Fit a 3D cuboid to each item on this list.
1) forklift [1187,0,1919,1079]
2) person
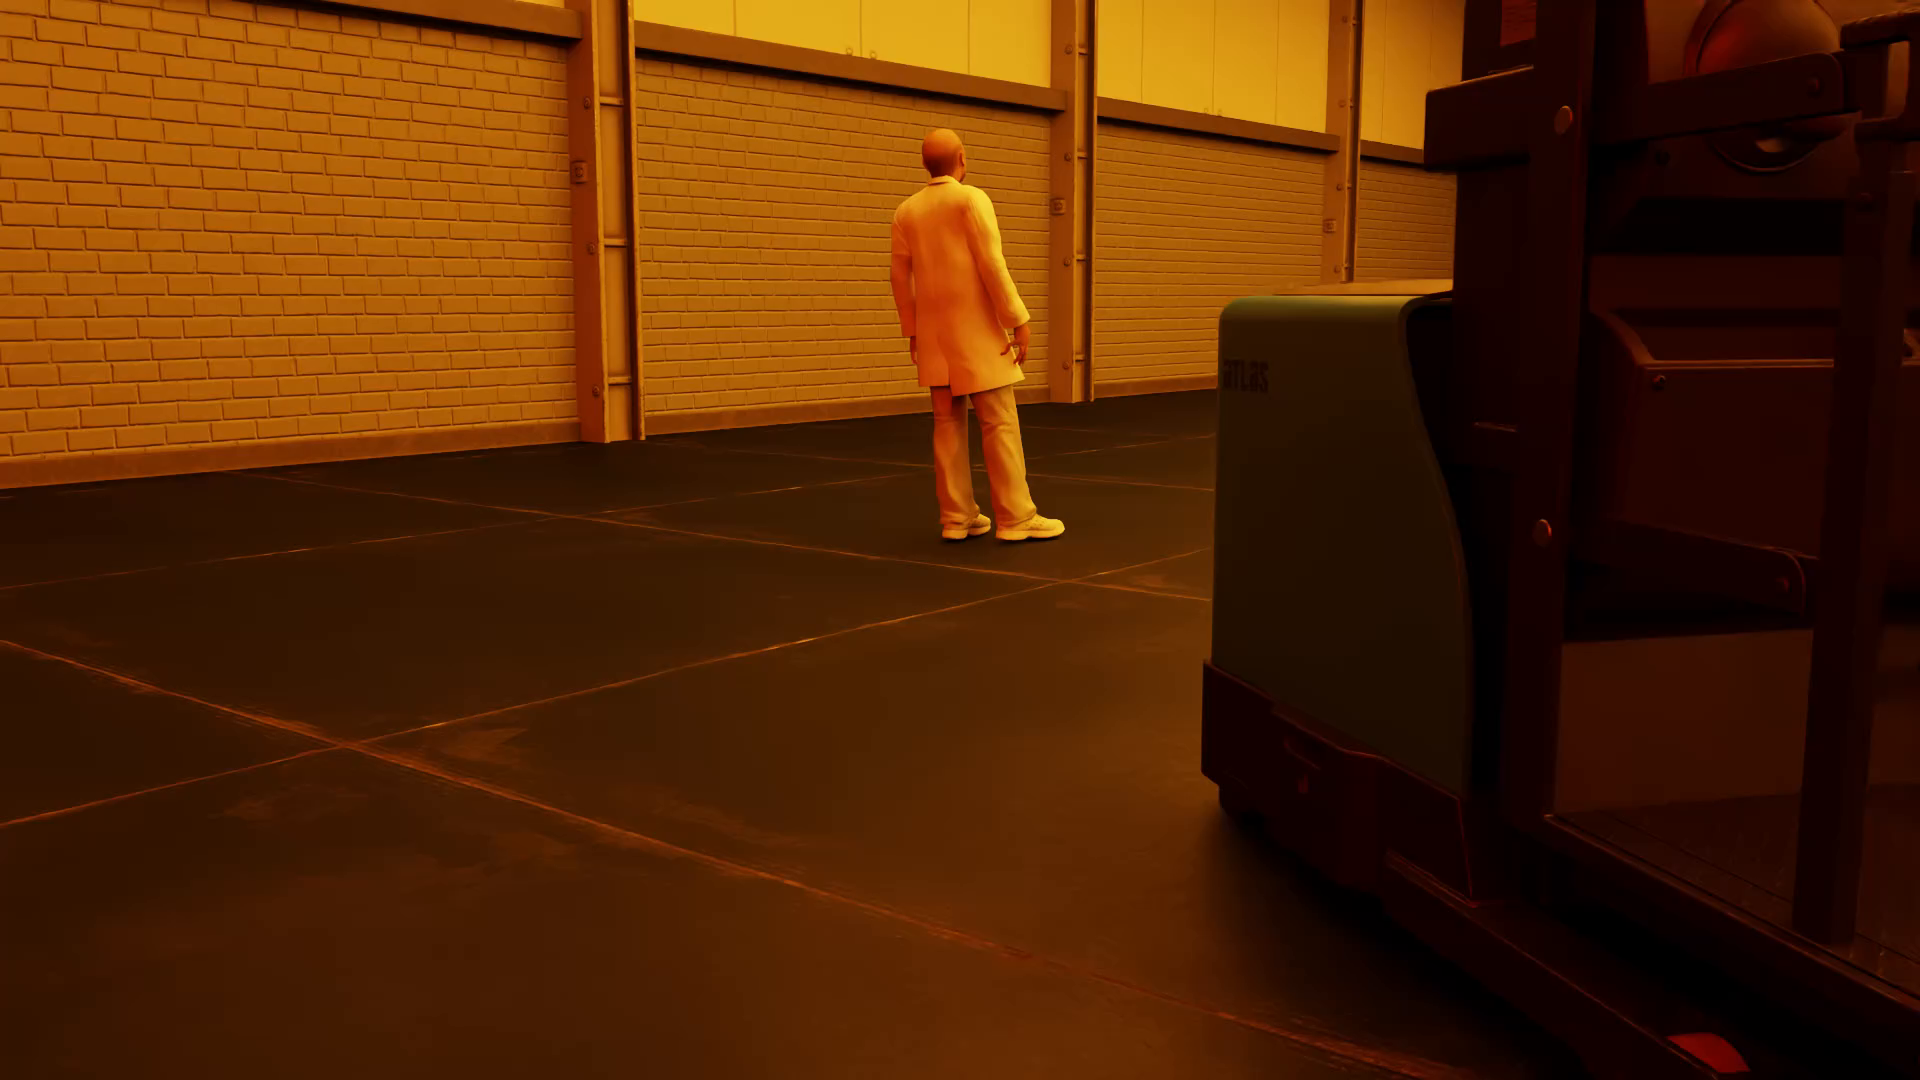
[{"bbox_3d":[1.361,-0.713,2.159,1.130,2.935,3.031,-2,9,-14],"label":"forklift"},{"bbox_3d":[0.061,-0.896,7.342,0.696,1.775,0.581,7,11,38],"label":"person"}]
